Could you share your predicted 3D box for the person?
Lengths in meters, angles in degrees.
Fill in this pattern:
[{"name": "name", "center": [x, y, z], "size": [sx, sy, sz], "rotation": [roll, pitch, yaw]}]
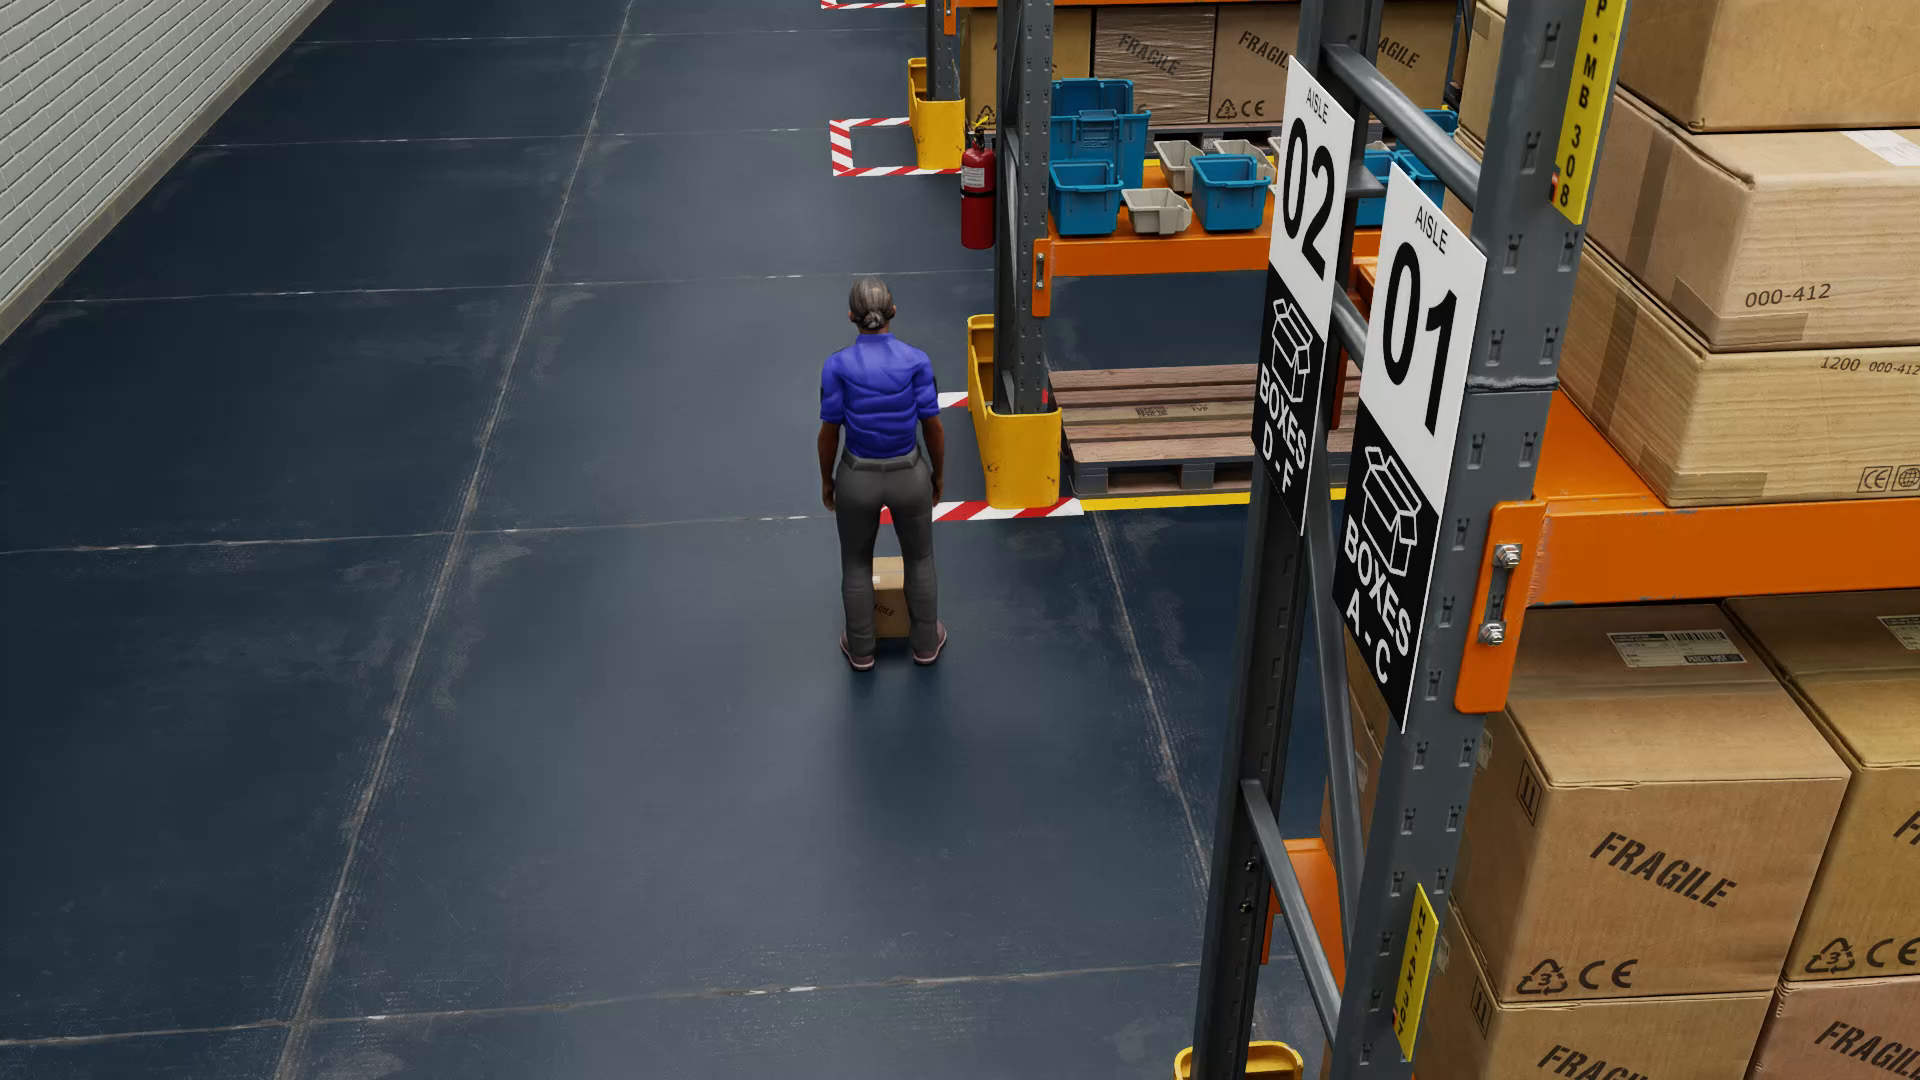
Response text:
[{"name": "person", "center": [-0.299, -0.233, 6.523], "size": [0.503, 1.654, 0.348], "rotation": [-3, 31, -5]}]
